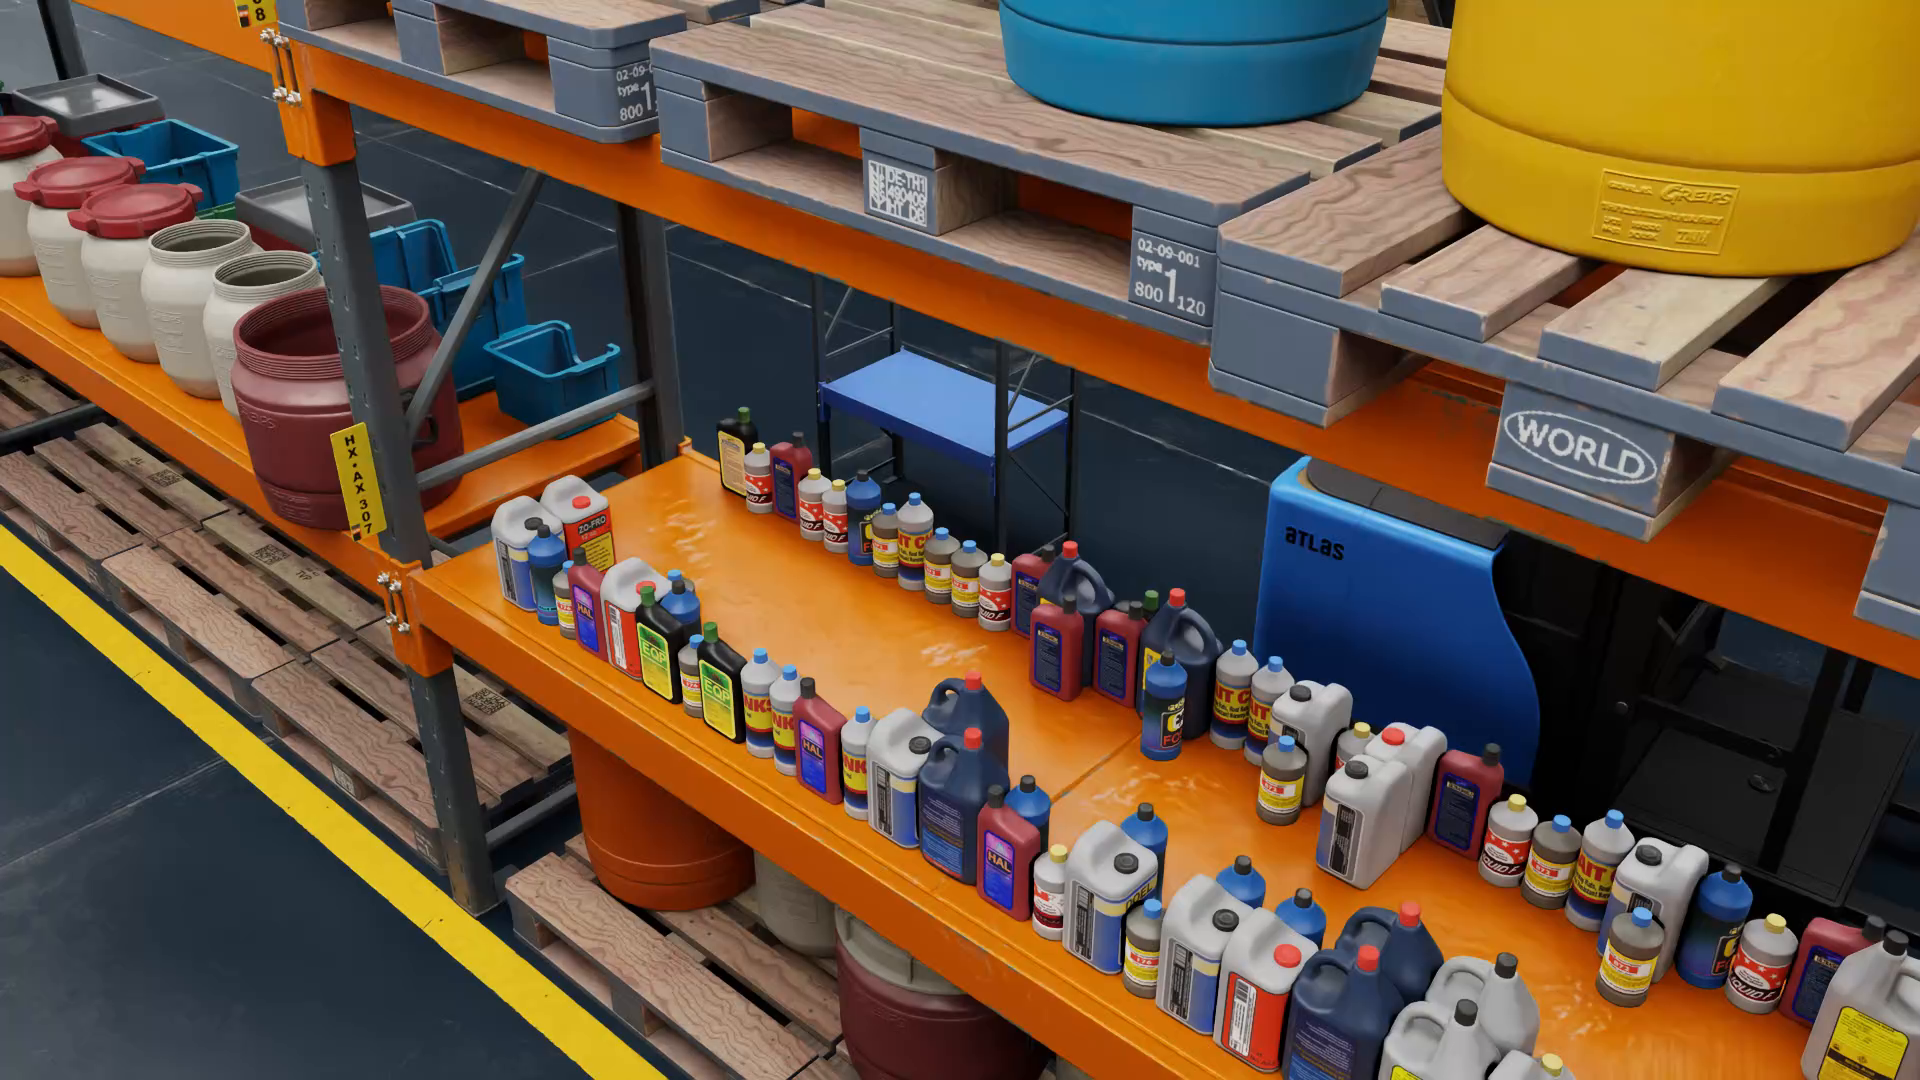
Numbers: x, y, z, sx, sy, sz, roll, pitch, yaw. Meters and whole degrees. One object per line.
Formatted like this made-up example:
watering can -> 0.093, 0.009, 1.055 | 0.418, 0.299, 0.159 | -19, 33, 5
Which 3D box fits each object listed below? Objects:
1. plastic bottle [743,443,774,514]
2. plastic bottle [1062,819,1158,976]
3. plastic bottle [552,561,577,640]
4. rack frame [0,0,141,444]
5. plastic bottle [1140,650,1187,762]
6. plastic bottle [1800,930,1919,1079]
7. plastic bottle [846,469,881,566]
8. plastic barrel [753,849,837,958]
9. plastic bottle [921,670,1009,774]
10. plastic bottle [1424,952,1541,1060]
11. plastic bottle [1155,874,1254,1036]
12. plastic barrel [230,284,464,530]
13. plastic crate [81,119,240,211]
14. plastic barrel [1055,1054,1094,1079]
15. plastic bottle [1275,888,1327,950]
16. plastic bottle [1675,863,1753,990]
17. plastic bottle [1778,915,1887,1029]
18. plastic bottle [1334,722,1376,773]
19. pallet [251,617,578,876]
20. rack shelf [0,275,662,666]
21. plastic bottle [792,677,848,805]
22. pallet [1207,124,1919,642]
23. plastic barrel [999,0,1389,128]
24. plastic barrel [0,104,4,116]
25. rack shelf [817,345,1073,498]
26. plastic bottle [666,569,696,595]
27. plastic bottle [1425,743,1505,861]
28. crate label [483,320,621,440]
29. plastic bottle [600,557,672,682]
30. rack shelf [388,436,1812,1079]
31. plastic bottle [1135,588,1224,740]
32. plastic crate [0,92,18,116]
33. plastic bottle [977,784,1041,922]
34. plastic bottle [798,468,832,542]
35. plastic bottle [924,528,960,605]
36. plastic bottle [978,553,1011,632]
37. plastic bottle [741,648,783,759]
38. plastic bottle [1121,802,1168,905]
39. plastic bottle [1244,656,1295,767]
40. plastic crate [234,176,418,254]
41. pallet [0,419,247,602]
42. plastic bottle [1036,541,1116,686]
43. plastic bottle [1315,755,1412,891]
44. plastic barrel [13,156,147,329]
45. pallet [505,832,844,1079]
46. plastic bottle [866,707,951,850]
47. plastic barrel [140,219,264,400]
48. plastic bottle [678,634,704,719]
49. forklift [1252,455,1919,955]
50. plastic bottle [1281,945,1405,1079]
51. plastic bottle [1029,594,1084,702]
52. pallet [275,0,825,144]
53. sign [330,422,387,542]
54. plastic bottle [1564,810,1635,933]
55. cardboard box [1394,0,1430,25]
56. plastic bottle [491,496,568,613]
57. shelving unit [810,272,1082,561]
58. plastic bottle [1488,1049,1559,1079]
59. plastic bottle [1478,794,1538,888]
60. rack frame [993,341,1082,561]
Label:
plastic bottle -> -0.579, -0.186, 4.844 | 0.097, 0.201, 0.097 | 0, 31, 0
plastic bottle -> 0.301, 0.702, 3.297 | 0.135, 0.276, 0.152 | 25, 39, 35
plastic bottle -> -0.995, 0.147, 4.289 | 0.097, 0.201, 0.097 | 0, 31, 0
rack frame -> -4.205, -1.680, 7.132 | 0.127, 3.000, 1.000 | 25, 39, 35
plastic bottle -> 0.472, 0.375, 3.844 | 0.097, 0.271, 0.097 | 0, 31, 0
plastic bottle -> 1.653, 0.850, 2.977 | 0.185, 0.351, 0.144 | 25, 39, 35
plastic bottle -> -0.264, -0.069, 4.581 | 0.097, 0.271, 0.097 | 0, 31, 0
plastic barrel -> -0.386, 0.915, 4.827 | 0.421, 0.512, 0.421 | 0, 31, 0
plastic bottle -> 0.011, 0.431, 3.673 | 0.185, 0.351, 0.144 | 25, 39, 35
plastic bottle -> 0.922, 0.862, 2.958 | 0.185, 0.351, 0.144 | 25, 39, 35
plastic bottle -> 0.473, 0.782, 3.163 | 0.135, 0.276, 0.152 | 25, 39, 35
plastic barrel -> -1.786, -0.398, 4.871 | 0.708, 0.536, 0.600 | 25, 39, 35
plastic crate -> -3.178, -1.410, 6.699 | 0.575, 0.384, 0.392 | 25, 39, 35
plastic barrel -> 0.451, 1.306, 4.178 | 0.421, 0.512, 0.421 | 0, 31, 0
plastic bottle -> 0.643, 0.776, 3.177 | 0.097, 0.271, 0.097 | 0, 31, 0
plastic bottle -> 1.472, 0.741, 3.235 | 0.097, 0.271, 0.097 | 0, 31, 0
plastic bottle -> 1.642, 0.803, 3.121 | 0.133, 0.283, 0.061 | 25, 39, 35
plastic bottle -> 0.885, 0.497, 3.708 | 0.097, 0.201, 0.097 | 0, 31, 0
pallet -> -1.787, 0.616, 6.021 | 1.213, 0.211, 1.003 | 25, 39, 35
rack shelf -> -2.722, -0.679, 6.168 | 4.000, 0.370, 1.077 | 25, 39, 35
plastic bottle -> -0.309, 0.445, 3.715 | 0.133, 0.283, 0.061 | 25, 39, 35
pallet -> 1.080, -0.349, 2.196 | 1.003, 0.211, 1.213 | 25, 39, 35
plastic barrel -> 0.359, -1.123, 2.405 | 0.708, 0.901, 0.600 | 25, 39, 35
plastic barrel -> -4.122, -1.645, 6.588 | 0.708, 0.901, 0.600 | 25, 39, 35
rack shelf -> -0.063, -0.518, 7.005 | 1.000, 0.185, 0.538 | 25, 39, 35
plastic bottle -> -0.722, 0.169, 4.253 | 0.097, 0.201, 0.097 | 0, 31, 0
plastic bottle -> 1.083, 0.542, 3.555 | 0.133, 0.283, 0.061 | 25, 39, 35
crate label -> -1.300, -0.513, 5.356 | 0.416, 0.233, 0.303 | 25, 39, 35
plastic bottle -> -0.792, 0.191, 4.144 | 0.135, 0.276, 0.152 | 25, 39, 35
rack shelf -> 0.244, 0.705, 3.868 | 4.000, 0.370, 1.077 | 25, 39, 35
plastic bottle -> 0.521, 0.279, 3.925 | 0.185, 0.351, 0.144 | 25, 39, 35
plastic crate -> -4.507, -1.883, 7.530 | 0.504, 0.338, 0.767 | 25, 39, 35
plastic bottle -> 0.099, 0.636, 3.399 | 0.133, 0.283, 0.061 | 25, 39, 35
plastic bottle -> -0.408, -0.107, 4.711 | 0.097, 0.201, 0.097 | 0, 31, 0
plastic bottle -> -0.048, 0.062, 4.431 | 0.097, 0.201, 0.097 | 0, 31, 0
plastic bottle -> 0.097, 0.129, 4.320 | 0.097, 0.201, 0.097 | 0, 31, 0
plastic bottle -> -0.454, 0.370, 3.852 | 0.097, 0.271, 0.097 | 0, 31, 0
plastic bottle -> 0.371, 0.649, 3.388 | 0.097, 0.271, 0.097 | 0, 31, 0
plastic bottle -> 0.713, 0.387, 3.824 | 0.097, 0.271, 0.097 | 0, 31, 0
plastic crate -> -2.232, -0.999, 5.939 | 0.583, 0.464, 0.402 | 25, 39, 35
pallet -> -3.596, -0.228, 7.424 | 1.213, 0.211, 1.003 | 25, 39, 35
plastic bottle -> 0.285, 0.169, 4.108 | 0.185, 0.351, 0.144 | 25, 39, 35
plastic bottle -> 0.851, 0.574, 3.508 | 0.135, 0.276, 0.152 | 25, 39, 35
plastic barrel -> -3.099, -1.069, 5.986 | 0.433, 0.535, 0.433 | 0, 31, 0
pallet -> -0.626, 1.156, 5.125 | 1.213, 0.211, 1.003 | 25, 39, 35
plastic bottle -> -0.107, 0.511, 3.613 | 0.135, 0.276, 0.152 | 25, 39, 35
plastic barrel -> -2.457, -0.763, 5.501 | 0.421, 0.512, 0.421 | 0, 31, 0
plastic bottle -> -0.626, 0.320, 4.003 | 0.097, 0.201, 0.097 | 0, 31, 0
forklift -> 2.490, -0.259, 4.838 | 3.031, 2.935, 1.130 | 22, 37, 32
plastic bottle -> 0.689, 0.853, 2.972 | 0.185, 0.351, 0.144 | 25, 39, 35
plastic bottle -> 0.235, 0.246, 4.046 | 0.133, 0.283, 0.061 | 25, 39, 35
pallet -> -0.737, -1.197, 3.605 | 1.213, 0.211, 1.003 | 25, 39, 35
sign -> -1.603, -0.152, 4.437 | 0.005, 0.325, 0.100 | 25, 39, 35
plastic bottle -> 1.300, 0.661, 3.368 | 0.097, 0.271, 0.097 | 0, 31, 0
cardboard box -> 3.768, -3.986, 12.959 | 0.500, 0.500, 0.700 | 26, 39, 36
plastic bottle -> -1.135, 0.031, 4.410 | 0.135, 0.276, 0.152 | 25, 39, 35
shelving unit -> -0.063, -0.672, 6.912 | 1.048, 1.500, 0.538 | 25, 39, 35
plastic bottle -> 0.947, 1.003, 2.796 | 0.135, 0.276, 0.152 | 25, 39, 35
plastic bottle -> 1.156, 0.624, 3.498 | 0.097, 0.201, 0.097 | 0, 31, 0
rack frame -> 0.314, -0.496, 6.620 | 0.032, 1.500, 0.500 | 25, 39, 35
